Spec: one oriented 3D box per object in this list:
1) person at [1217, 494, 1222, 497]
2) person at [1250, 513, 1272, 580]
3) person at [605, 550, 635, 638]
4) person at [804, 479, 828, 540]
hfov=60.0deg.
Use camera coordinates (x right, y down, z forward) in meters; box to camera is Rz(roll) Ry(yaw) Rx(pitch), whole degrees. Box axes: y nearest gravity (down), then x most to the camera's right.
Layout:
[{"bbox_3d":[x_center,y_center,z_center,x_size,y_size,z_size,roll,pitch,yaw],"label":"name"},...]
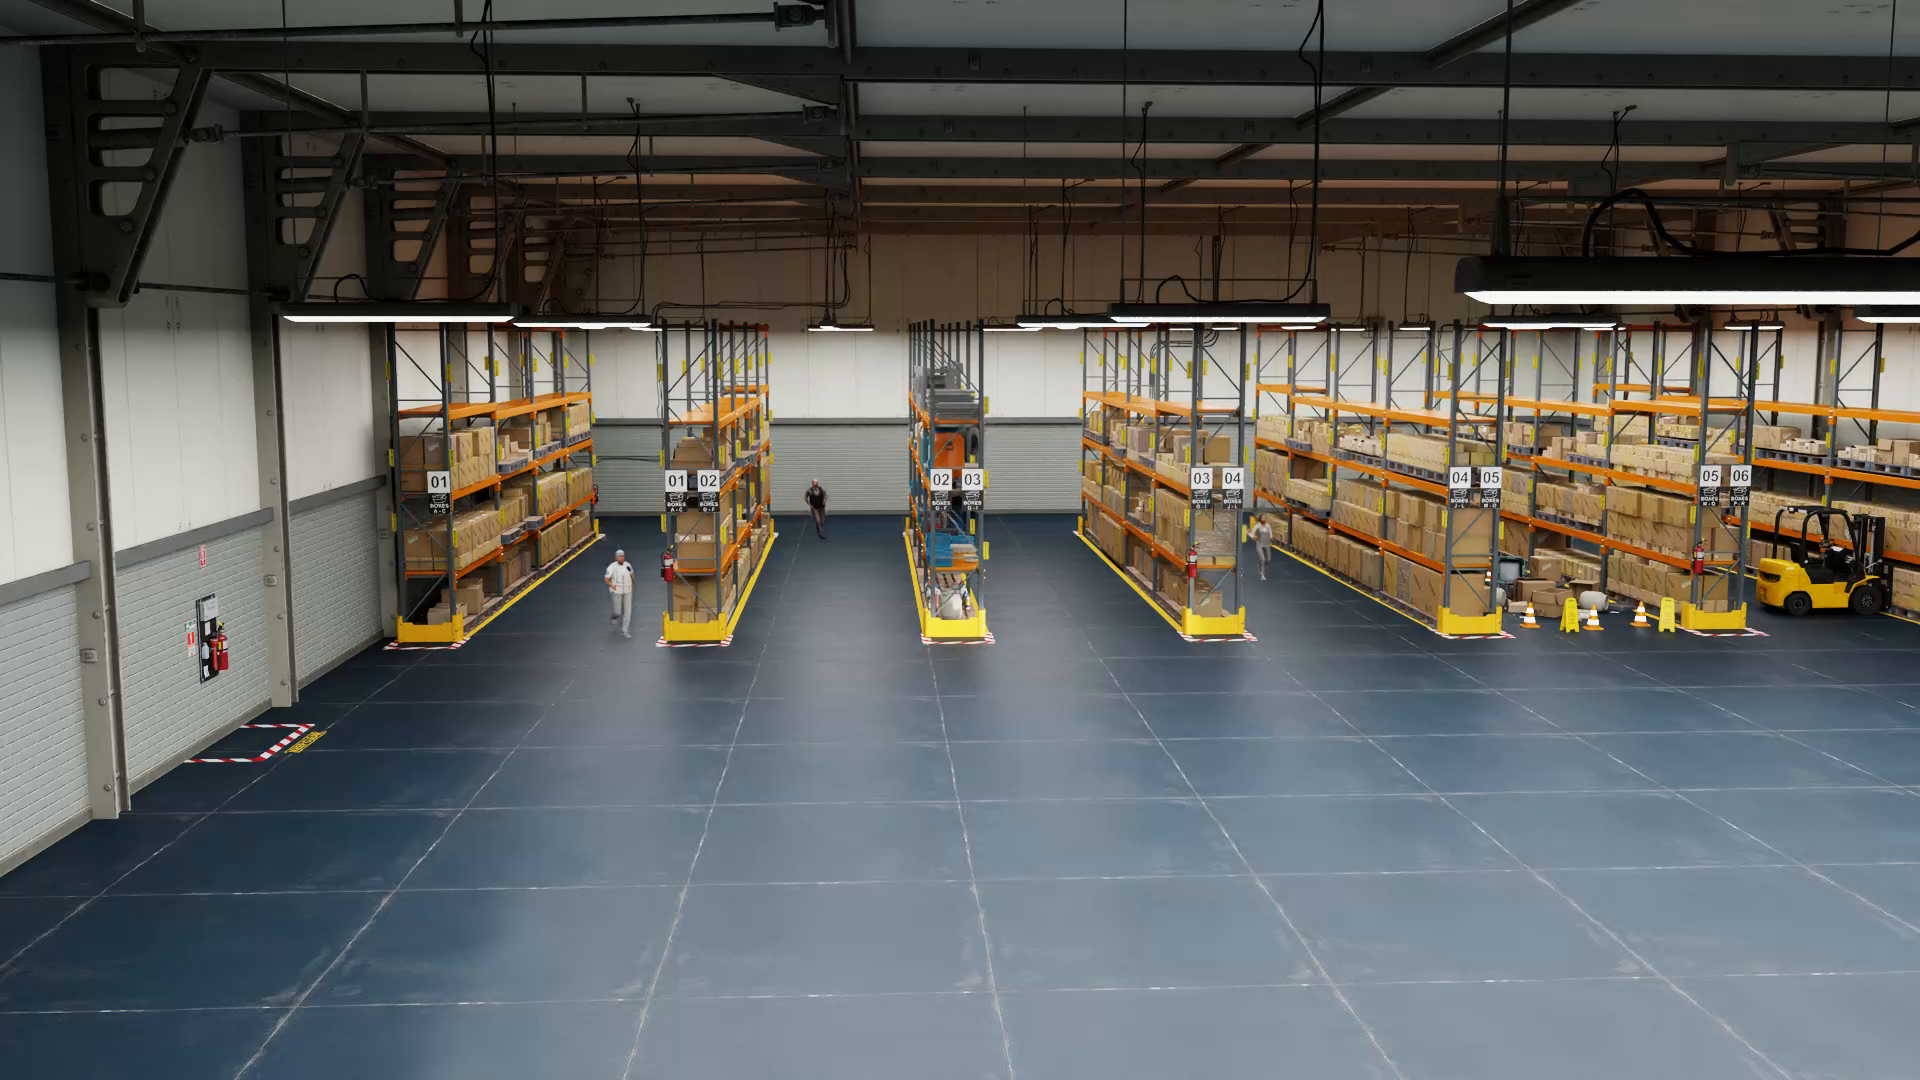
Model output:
[{"bbox_3d":[7.174,-0.977,47.572,0.684,1.654,0.884,2,7,18],"label":"person"},{"bbox_3d":[7.057,0.149,38.934,0.537,1.549,0.594,-1,7,-9],"label":"person"},{"bbox_3d":[-6.467,1.007,31.724,0.607,1.650,0.779,-4,8,-26],"label":"person"},{"bbox_3d":[-4.036,-0.876,46.736,0.668,1.700,0.802,-3,8,-21],"label":"person"}]
